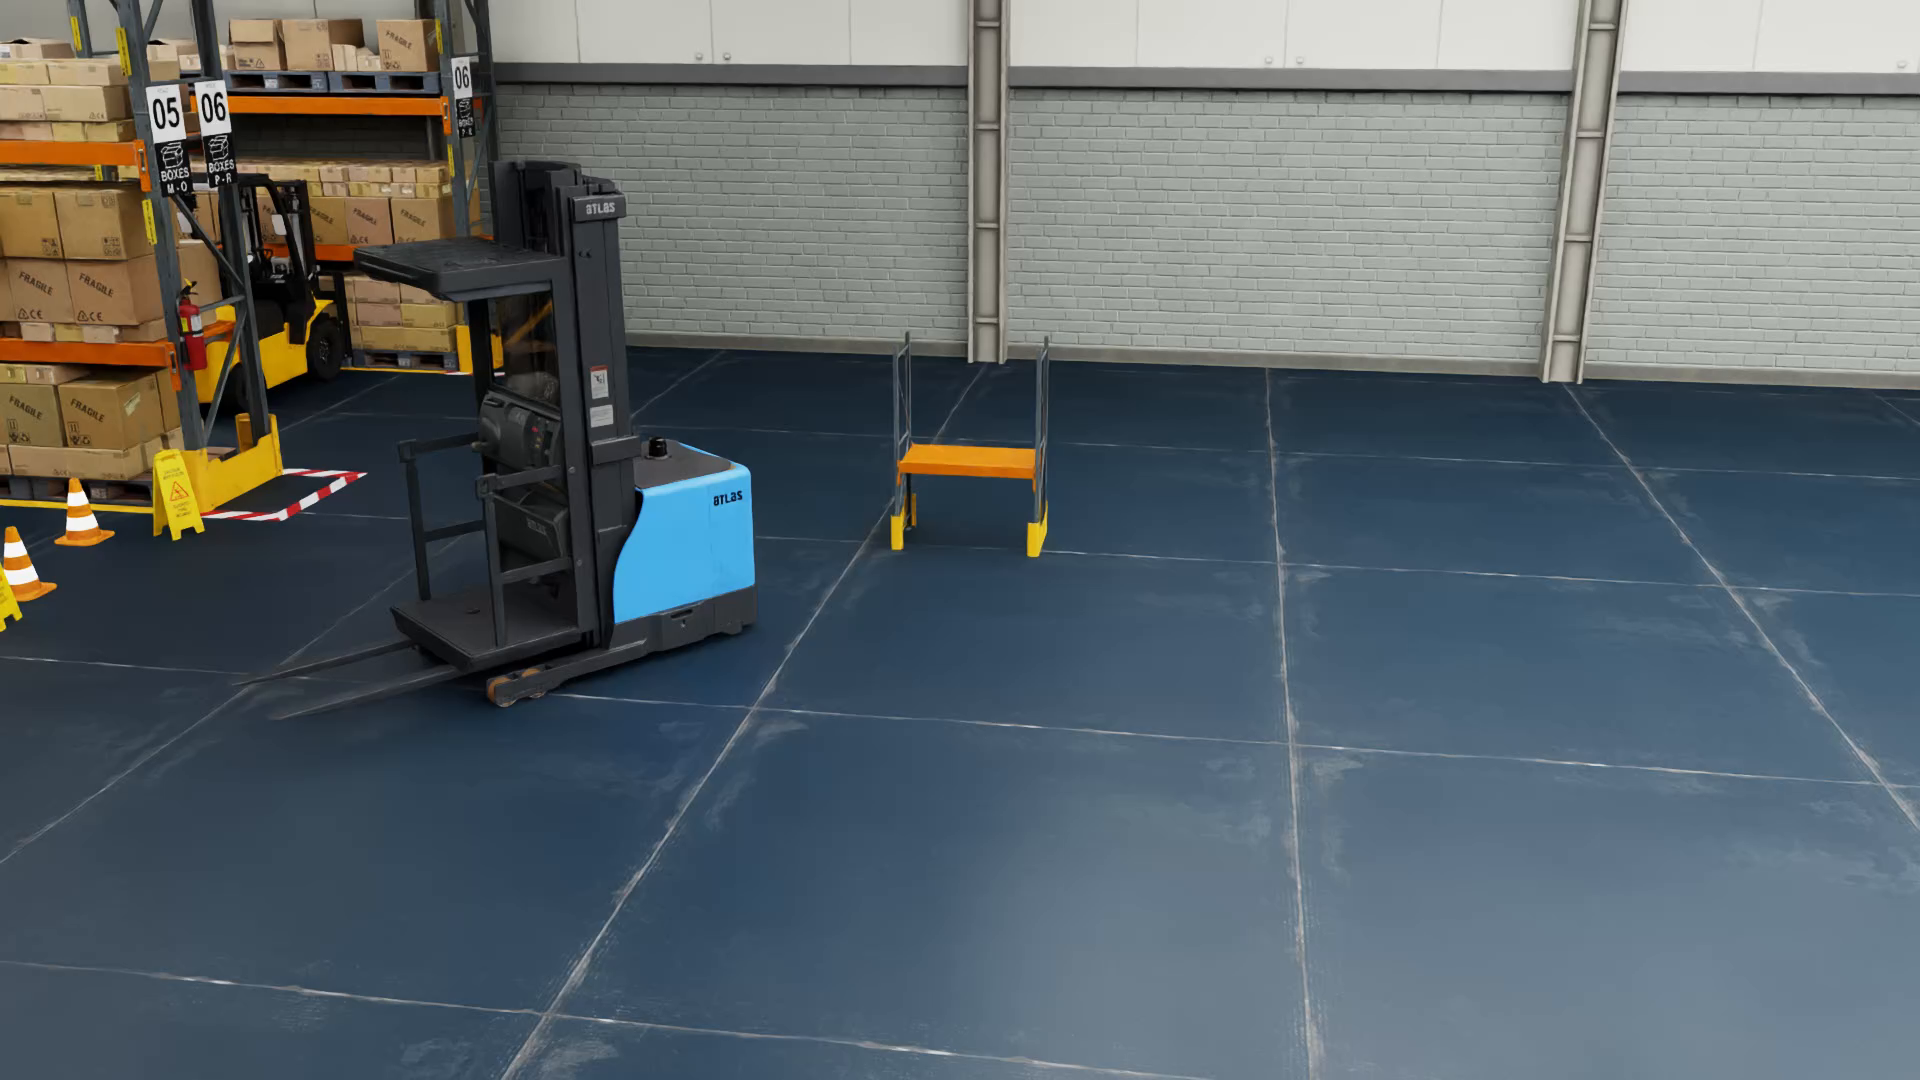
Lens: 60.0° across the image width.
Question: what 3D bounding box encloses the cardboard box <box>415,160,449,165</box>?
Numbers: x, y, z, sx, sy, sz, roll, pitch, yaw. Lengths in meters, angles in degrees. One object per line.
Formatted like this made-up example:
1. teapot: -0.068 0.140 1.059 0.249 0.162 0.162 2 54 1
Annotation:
1. cardboard box: -5.628 -3.983 17.831 0.250 0.149 0.380 4 19 11

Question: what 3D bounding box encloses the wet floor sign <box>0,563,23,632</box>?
1. wet floor sign: -6.204 0.239 10.573 0.232 0.644 0.267 0 19 -1

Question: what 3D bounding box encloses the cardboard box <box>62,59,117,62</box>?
1. cardboard box: -6.668 -3.618 12.800 0.250 0.149 0.380 3 19 9

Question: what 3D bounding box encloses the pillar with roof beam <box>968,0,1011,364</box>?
1. pillar with roof beam: -0.381 -4.882 12.712 0.400 9.000 9.100 3 19 9

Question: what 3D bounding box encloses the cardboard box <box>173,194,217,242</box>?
1. cardboard box: -8.113 -3.494 17.860 0.500 0.500 0.500 3 19 10

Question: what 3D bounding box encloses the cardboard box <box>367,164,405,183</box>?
1. cardboard box: -5.976 -3.826 17.361 0.250 0.149 0.380 3 19 10

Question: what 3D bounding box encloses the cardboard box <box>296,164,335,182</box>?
1. cardboard box: -6.741 -3.851 17.437 0.250 0.149 0.380 3 19 10

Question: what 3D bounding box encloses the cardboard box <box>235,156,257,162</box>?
1. cardboard box: -7.902 -4.118 18.236 0.250 0.149 0.380 3 19 8

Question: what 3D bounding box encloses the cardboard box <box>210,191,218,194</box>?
1. cardboard box: -7.746 -3.762 17.639 0.250 0.149 0.380 3 19 8

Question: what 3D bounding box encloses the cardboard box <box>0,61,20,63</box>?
1. cardboard box: -7.228 -3.497 12.438 0.250 0.149 0.380 3 19 9

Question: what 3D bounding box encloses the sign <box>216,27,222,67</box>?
1. sign: -5.775 -3.822 12.893 0.005 0.325 0.100 3 19 9

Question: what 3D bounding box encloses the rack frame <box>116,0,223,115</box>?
1. rack frame: -5.861 -4.660 12.048 0.127 3.000 1.000 3 19 9

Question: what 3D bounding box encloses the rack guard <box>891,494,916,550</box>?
1. rack guard: -0.416 -0.140 12.327 0.087 0.250 0.587 3 19 9

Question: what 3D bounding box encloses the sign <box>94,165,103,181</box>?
1. sign: -9.103 -3.913 17.569 0.005 0.325 0.100 3 19 9

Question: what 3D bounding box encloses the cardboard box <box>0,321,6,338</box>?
1. cardboard box: -7.538 -1.690 13.023 0.250 0.149 0.380 3 19 8

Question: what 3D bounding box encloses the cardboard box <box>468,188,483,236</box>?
1. cardboard box: -5.523 -3.530 17.967 0.500 0.500 0.500 4 19 10

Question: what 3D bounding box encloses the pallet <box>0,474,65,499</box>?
1. pallet: -7.934 -0.610 13.795 1.213 0.211 1.003 3 19 9

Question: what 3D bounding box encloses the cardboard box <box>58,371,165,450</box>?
1. cardboard box: -6.694 -1.024 13.127 0.500 0.500 0.500 3 19 9

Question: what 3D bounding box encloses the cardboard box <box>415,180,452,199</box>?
1. cardboard box: -5.464 -3.655 17.319 0.250 0.149 0.380 3 19 9

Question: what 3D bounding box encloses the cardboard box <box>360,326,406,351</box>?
1. cardboard box: -6.081 -2.218 17.876 0.500 0.250 0.500 3 19 9

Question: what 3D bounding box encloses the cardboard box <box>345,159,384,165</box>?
1. cardboard box: -6.397 -4.005 17.898 0.250 0.149 0.380 4 19 10

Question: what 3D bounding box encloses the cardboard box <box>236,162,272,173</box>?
1. cardboard box: -7.475 -3.919 17.639 0.250 0.149 0.380 3 19 8

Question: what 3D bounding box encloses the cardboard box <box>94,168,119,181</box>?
1. cardboard box: -9.340 -4.011 18.385 0.250 0.149 0.380 2 19 7

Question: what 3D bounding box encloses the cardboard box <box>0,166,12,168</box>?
1. cardboard box: -10.838 -4.103 18.658 0.250 0.149 0.380 3 19 9

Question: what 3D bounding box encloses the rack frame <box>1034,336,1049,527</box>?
1. rack frame: -7.472 -1.238 13.165 16.358 1.800 0.520 3 19 9

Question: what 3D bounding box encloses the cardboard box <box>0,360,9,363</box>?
1. cardboard box: -7.574 -1.357 13.098 0.250 0.149 0.380 4 19 11

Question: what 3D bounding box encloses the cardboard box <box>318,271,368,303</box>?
1. cardboard box: -6.587 -2.711 17.774 0.500 0.250 0.500 3 19 9

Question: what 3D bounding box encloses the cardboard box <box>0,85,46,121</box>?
1. cardboard box: -6.904 -3.279 12.415 0.500 0.250 0.500 3 19 8

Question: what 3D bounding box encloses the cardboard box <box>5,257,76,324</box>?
1. cardboard box: -6.934 -1.971 12.840 0.500 0.500 0.500 3 19 9

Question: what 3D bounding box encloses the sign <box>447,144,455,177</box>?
1. sign: -5.177 -3.862 16.921 0.005 0.325 0.100 3 19 9

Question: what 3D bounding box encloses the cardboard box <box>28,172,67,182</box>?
1. cardboard box: -9.890 -3.910 18.083 0.250 0.149 0.380 3 19 9

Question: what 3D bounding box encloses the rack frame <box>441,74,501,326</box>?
1. rack frame: -5.078 -3.370 17.648 0.127 3.000 1.000 3 19 9

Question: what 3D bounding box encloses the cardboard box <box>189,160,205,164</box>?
1. cardboard box: -8.234 -3.964 17.773 0.250 0.149 0.380 3 19 8

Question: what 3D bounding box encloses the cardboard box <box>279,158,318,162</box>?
1. cardboard box: -7.159 -4.049 18.029 0.250 0.149 0.380 3 19 10

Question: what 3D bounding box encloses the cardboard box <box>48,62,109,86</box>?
1. cardboard box: -6.491 -3.446 12.287 0.250 0.149 0.380 3 19 10

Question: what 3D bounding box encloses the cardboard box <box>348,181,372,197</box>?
1. cardboard box: -6.211 -3.707 17.474 0.250 0.149 0.380 3 19 8

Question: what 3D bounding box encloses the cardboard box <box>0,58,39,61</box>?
1. cardboard box: -7.409 -3.675 12.971 0.250 0.149 0.380 3 19 10

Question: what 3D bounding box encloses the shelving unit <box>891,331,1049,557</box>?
1. shelving unit: -7.470 -1.234 13.156 16.366 1.800 0.587 3 19 9

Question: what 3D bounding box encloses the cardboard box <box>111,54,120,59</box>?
1. cardboard box: -8.632 -5.004 17.379 0.250 0.149 0.380 3 19 10

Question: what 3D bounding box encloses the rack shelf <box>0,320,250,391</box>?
1. rack shelf: -7.836 -1.574 13.415 4.000 0.370 1.077 3 19 9

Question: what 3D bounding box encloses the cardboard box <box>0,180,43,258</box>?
1. cardboard box: -7.419 -2.456 12.714 0.500 0.500 0.700 3 19 8

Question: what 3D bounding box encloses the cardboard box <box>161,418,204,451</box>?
1. cardboard box: -6.614 -0.837 13.750 0.500 0.250 0.500 3 19 8

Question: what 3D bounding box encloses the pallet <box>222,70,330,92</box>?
1. pallet: -6.980 -4.855 17.498 1.213 0.211 1.003 3 19 9

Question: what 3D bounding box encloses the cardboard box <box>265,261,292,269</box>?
1. cardboard box: -7.510 -2.926 18.417 0.500 0.250 0.500 3 19 9

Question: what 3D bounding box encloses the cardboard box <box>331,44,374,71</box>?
1. cardboard box: -6.194 -4.935 16.990 0.258 0.266 0.396 3 19 9

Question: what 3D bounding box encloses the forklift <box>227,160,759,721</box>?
1. forklift: -2.719 -0.627 9.557 3.031 2.935 1.130 -16 24 -39

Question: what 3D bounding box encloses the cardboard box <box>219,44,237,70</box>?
1. cardboard box: -7.610 -5.007 17.205 0.258 0.266 0.396 2 19 7

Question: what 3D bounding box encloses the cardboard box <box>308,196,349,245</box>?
1. cardboard box: -6.622 -3.415 17.624 0.500 0.500 0.500 3 19 8

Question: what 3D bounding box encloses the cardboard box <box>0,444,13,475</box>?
1. cardboard box: -7.730 -0.720 13.398 0.500 0.250 0.500 2 19 7

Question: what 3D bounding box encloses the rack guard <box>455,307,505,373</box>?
1. rack guard: -5.054 -2.184 18.041 0.348 0.500 1.175 3 19 9

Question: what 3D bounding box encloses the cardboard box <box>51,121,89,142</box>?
1. cardboard box: -6.509 -3.051 12.362 0.250 0.149 0.380 3 19 9

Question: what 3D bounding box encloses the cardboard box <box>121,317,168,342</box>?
1. cardboard box: -6.264 -1.648 12.896 0.250 0.149 0.380 4 19 10

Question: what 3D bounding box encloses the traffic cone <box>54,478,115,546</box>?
1. traffic cone: -6.490 -0.229 12.259 0.334 0.463 0.336 3 19 9

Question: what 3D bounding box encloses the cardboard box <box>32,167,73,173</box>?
1. cardboard box: -10.099 -4.061 18.532 0.250 0.149 0.380 3 19 8
